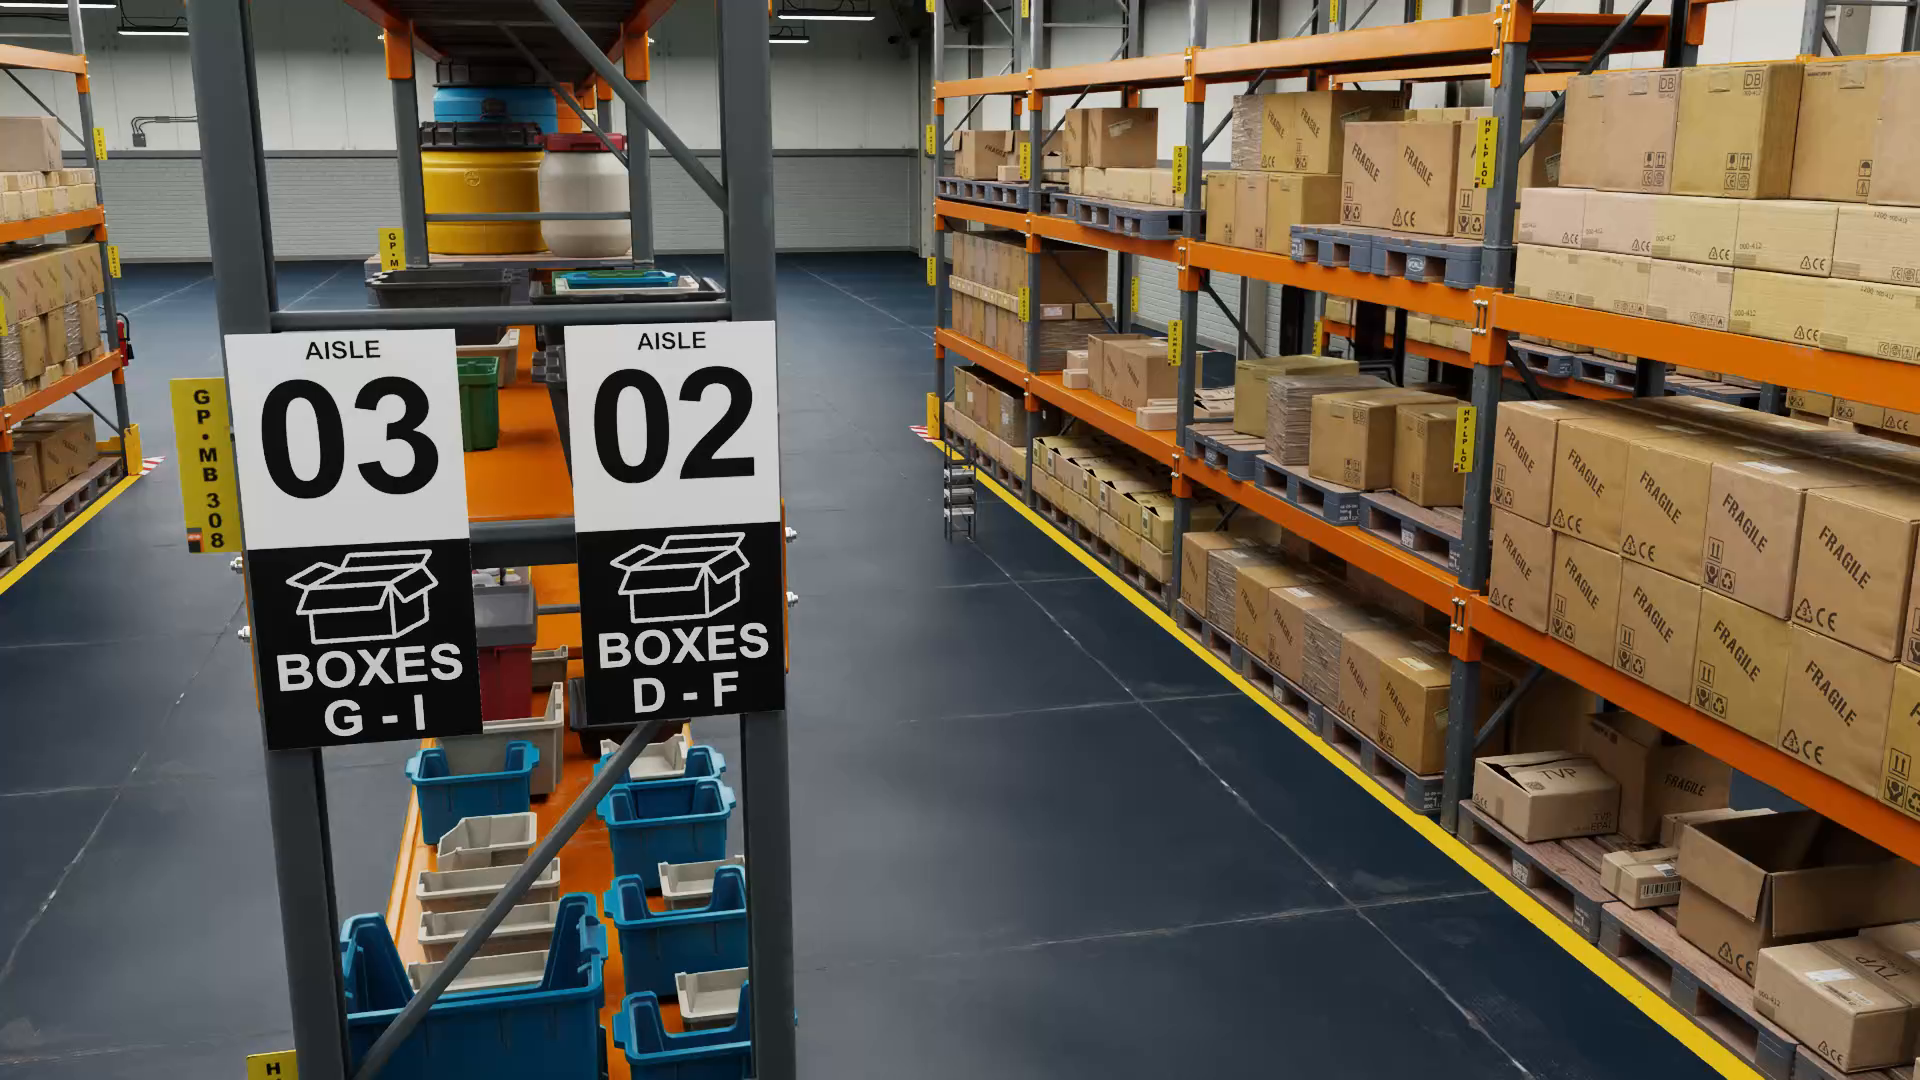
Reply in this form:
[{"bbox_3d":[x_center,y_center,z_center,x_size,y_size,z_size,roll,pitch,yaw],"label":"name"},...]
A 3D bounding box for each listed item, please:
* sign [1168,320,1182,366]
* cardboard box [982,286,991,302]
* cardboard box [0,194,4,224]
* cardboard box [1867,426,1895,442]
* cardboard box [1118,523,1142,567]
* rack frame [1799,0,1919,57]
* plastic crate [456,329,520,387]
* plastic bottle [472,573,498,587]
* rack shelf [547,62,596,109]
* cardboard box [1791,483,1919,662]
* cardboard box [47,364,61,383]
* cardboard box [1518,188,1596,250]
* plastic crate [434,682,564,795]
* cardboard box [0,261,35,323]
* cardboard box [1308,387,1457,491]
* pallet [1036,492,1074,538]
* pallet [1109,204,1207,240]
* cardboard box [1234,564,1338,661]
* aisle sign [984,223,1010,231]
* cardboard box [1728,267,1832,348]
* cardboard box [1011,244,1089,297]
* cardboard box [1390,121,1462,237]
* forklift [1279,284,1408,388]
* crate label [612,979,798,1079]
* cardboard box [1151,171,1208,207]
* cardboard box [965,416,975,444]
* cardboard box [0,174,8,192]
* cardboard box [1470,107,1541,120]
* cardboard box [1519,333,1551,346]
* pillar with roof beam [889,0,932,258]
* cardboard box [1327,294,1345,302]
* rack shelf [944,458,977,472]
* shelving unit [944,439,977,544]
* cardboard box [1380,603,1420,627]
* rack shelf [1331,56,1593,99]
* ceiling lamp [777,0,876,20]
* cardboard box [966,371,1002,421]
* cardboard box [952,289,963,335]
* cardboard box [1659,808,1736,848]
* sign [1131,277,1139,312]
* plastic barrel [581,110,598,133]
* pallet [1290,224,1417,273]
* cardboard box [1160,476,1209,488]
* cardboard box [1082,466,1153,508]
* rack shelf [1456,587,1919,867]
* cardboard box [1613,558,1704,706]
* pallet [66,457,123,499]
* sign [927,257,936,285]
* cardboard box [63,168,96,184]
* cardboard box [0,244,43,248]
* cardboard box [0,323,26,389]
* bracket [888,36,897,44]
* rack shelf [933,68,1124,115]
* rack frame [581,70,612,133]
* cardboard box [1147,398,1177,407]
[{"bbox_3d":[1.546,-1.415,11.961,0.100,0.325,0.005,-3,14,-13],"label":"sign"},{"bbox_3d":[0.449,-2.637,17.822,0.380,0.149,0.250,-3,14,-13],"label":"cardboard box"},{"bbox_3d":[-8.342,-2.758,13.893,0.500,0.250,0.500,-4,14,-15],"label":"cardboard box"},{"bbox_3d":[6.961,-0.785,12.306,0.380,0.149,0.250,-3,14,-14],"label":"cardboard box"},{"bbox_3d":[1.599,0.021,13.431,0.500,0.250,0.500,-3,14,-14],"label":"cardboard box"},{"bbox_3d":[6.899,-4.076,12.649,1.000,3.000,0.127,-3,14,-13],"label":"rack frame"},{"bbox_3d":[-1.579,-0.556,5.117,0.437,0.136,0.530,-3,14,-13],"label":"plastic crate"},{"bbox_3d":[-2.199,0.301,7.637,0.152,0.276,0.135,-3,14,-13],"label":"plastic bottle"},{"bbox_3d":[-3.201,-3.441,12.411,1.077,0.370,4.000,-3,14,-13],"label":"rack shelf"},{"bbox_3d":[3.346,0.103,5.866,0.500,0.500,0.500,-3,14,-12],"label":"cardboard box"},{"bbox_3d":[-8.609,-1.546,15.463,0.380,0.149,0.250,-3,14,-13],"label":"cardboard box"},{"bbox_3d":[2.897,-1.463,7.537,0.500,0.250,0.500,-3,14,-13],"label":"cardboard box"},{"bbox_3d":[-1.612,0.704,5.847,0.437,0.282,0.530,-3,14,-13],"label":"plastic crate"},{"bbox_3d":[-8.463,-2.168,14.537,0.500,0.500,0.500,-3,14,-13],"label":"cardboard box"},{"bbox_3d":[2.549,-0.619,10.043,0.700,0.500,0.500,-7,16,-27],"label":"cardboard box"},{"bbox_3d":[1.356,-0.285,15.649,1.003,0.211,1.213,-3,14,-13],"label":"pallet"},{"bbox_3d":[1.838,-2.402,12.515,1.213,0.211,1.003,-3,14,-11],"label":"pallet"},{"bbox_3d":[2.155,0.473,11.009,0.500,0.500,0.500,-3,14,-14],"label":"cardboard box"},{"bbox_3d":[0.476,-4.025,19.602,0.394,0.787,0.004,-3,14,-13],"label":"aisle sign"},{"bbox_3d":[3.248,-0.874,6.180,0.500,0.250,0.500,-3,14,-13],"label":"cardboard box"},{"bbox_3d":[0.915,-2.705,16.733,0.700,0.500,0.500,-3,14,-13],"label":"cardboard box"},{"bbox_3d":[2.798,-1.993,9.140,0.600,0.600,0.600,-3,14,-14],"label":"cardboard box"},{"bbox_3d":[3.405,-1.331,14.201,1.130,2.935,3.031,-4,14,-15],"label":"forklift"},{"bbox_3d":[-0.590,1.213,3.868,0.416,0.233,0.303,-3,14,-13],"label":"crate label"},{"bbox_3d":[1.782,-2.694,12.746,0.500,0.250,0.500,-3,14,-12],"label":"cardboard box"},{"bbox_3d":[0.353,-1.232,18.558,0.500,0.250,0.500,-3,14,-13],"label":"cardboard box"},{"bbox_3d":[-8.533,-3.102,14.459,0.380,0.149,0.250,-3,14,-11],"label":"cardboard box"},{"bbox_3d":[5.578,-4.186,17.061,0.500,0.500,0.500,-5,14,-18],"label":"cardboard box"},{"bbox_3d":[6.046,-2.227,16.586,0.700,0.500,0.500,-3,14,-13],"label":"cardboard box"},{"bbox_3d":[-5.205,-12.489,47.085,9.100,9.000,0.548,-3,14,-13],"label":"pillar with roof beam"},{"bbox_3d":[4.840,-3.181,20.323,0.500,0.500,0.500,-3,14,-13],"label":"cardboard box"},{"bbox_3d":[0.002,-0.665,14.756,0.258,0.077,0.200,-3,14,-13],"label":"rack shelf"},{"bbox_3d":[0.002,-0.435,14.813,0.258,0.900,0.210,-3,14,-13],"label":"shelving unit"},{"bbox_3d":[2.901,0.675,10.182,0.500,0.500,0.500,-3,14,-13],"label":"cardboard box"},{"bbox_3d":[5.489,-5.109,18.401,1.077,0.370,4.000,-3,14,-13],"label":"rack shelf"},{"bbox_3d":[-2.795,-12.295,33.992,2.000,3.185,0.800,-3,14,-13],"label":"ceiling lamp"},{"bbox_3d":[0.364,-1.597,18.471,0.500,0.500,0.500,-3,14,-13],"label":"cardboard box"},{"bbox_3d":[0.303,-2.670,19.326,0.700,0.500,0.500,-3,14,-13],"label":"cardboard box"},{"bbox_3d":[3.580,1.408,7.923,0.380,0.149,0.250,-3,14,-13],"label":"cardboard box"},{"bbox_3d":[1.670,-2.364,16.010,0.100,0.325,0.005,-3,14,-13],"label":"sign"},{"bbox_3d":[-2.713,-2.512,11.511,0.600,0.901,0.600,0,14,0],"label":"plastic barrel"},{"bbox_3d":[2.692,-1.721,9.727,1.213,0.211,1.003,-3,14,-13],"label":"pallet"},{"bbox_3d":[1.998,-0.401,13.975,0.500,0.311,0.500,-4,14,-15],"label":"cardboard box"},{"bbox_3d":[1.362,-0.484,14.316,0.500,0.311,0.500,-3,14,-12],"label":"cardboard box"},{"bbox_3d":[3.494,0.849,6.648,1.077,0.370,4.000,-3,14,-13],"label":"rack shelf"},{"bbox_3d":[3.117,0.356,6.940,0.500,0.500,0.500,-3,14,-13],"label":"cardboard box"},{"bbox_3d":[-9.250,-0.617,17.009,1.003,0.211,1.213,-3,14,-13],"label":"pallet"},{"bbox_3d":[-0.335,-3.160,19.549,0.100,0.325,0.005,-3,14,-13],"label":"sign"},{"bbox_3d":[-9.056,-3.710,16.949,0.380,0.149,0.250,-3,14,-13],"label":"cardboard box"},{"bbox_3d":[-9.560,-2.716,16.778,0.500,0.500,0.500,-3,14,-13],"label":"cardboard box"},{"bbox_3d":[-8.531,-1.556,14.140,0.875,0.500,0.500,-3,14,-13],"label":"cardboard box"},{"bbox_3d":[-2.020,-15.100,50.189,0.235,0.232,0.430,-3,14,-13],"label":"bracket"},{"bbox_3d":[0.675,-4.639,17.314,1.077,0.370,4.000,-3,14,-13],"label":"rack shelf"},{"bbox_3d":[-2.731,-3.524,10.389,1.000,3.000,0.127,-3,14,-13],"label":"rack frame"},{"bbox_3d":[1.730,-1.054,13.449,0.380,0.149,0.250,-2,14,-9],"label":"cardboard box"}]
